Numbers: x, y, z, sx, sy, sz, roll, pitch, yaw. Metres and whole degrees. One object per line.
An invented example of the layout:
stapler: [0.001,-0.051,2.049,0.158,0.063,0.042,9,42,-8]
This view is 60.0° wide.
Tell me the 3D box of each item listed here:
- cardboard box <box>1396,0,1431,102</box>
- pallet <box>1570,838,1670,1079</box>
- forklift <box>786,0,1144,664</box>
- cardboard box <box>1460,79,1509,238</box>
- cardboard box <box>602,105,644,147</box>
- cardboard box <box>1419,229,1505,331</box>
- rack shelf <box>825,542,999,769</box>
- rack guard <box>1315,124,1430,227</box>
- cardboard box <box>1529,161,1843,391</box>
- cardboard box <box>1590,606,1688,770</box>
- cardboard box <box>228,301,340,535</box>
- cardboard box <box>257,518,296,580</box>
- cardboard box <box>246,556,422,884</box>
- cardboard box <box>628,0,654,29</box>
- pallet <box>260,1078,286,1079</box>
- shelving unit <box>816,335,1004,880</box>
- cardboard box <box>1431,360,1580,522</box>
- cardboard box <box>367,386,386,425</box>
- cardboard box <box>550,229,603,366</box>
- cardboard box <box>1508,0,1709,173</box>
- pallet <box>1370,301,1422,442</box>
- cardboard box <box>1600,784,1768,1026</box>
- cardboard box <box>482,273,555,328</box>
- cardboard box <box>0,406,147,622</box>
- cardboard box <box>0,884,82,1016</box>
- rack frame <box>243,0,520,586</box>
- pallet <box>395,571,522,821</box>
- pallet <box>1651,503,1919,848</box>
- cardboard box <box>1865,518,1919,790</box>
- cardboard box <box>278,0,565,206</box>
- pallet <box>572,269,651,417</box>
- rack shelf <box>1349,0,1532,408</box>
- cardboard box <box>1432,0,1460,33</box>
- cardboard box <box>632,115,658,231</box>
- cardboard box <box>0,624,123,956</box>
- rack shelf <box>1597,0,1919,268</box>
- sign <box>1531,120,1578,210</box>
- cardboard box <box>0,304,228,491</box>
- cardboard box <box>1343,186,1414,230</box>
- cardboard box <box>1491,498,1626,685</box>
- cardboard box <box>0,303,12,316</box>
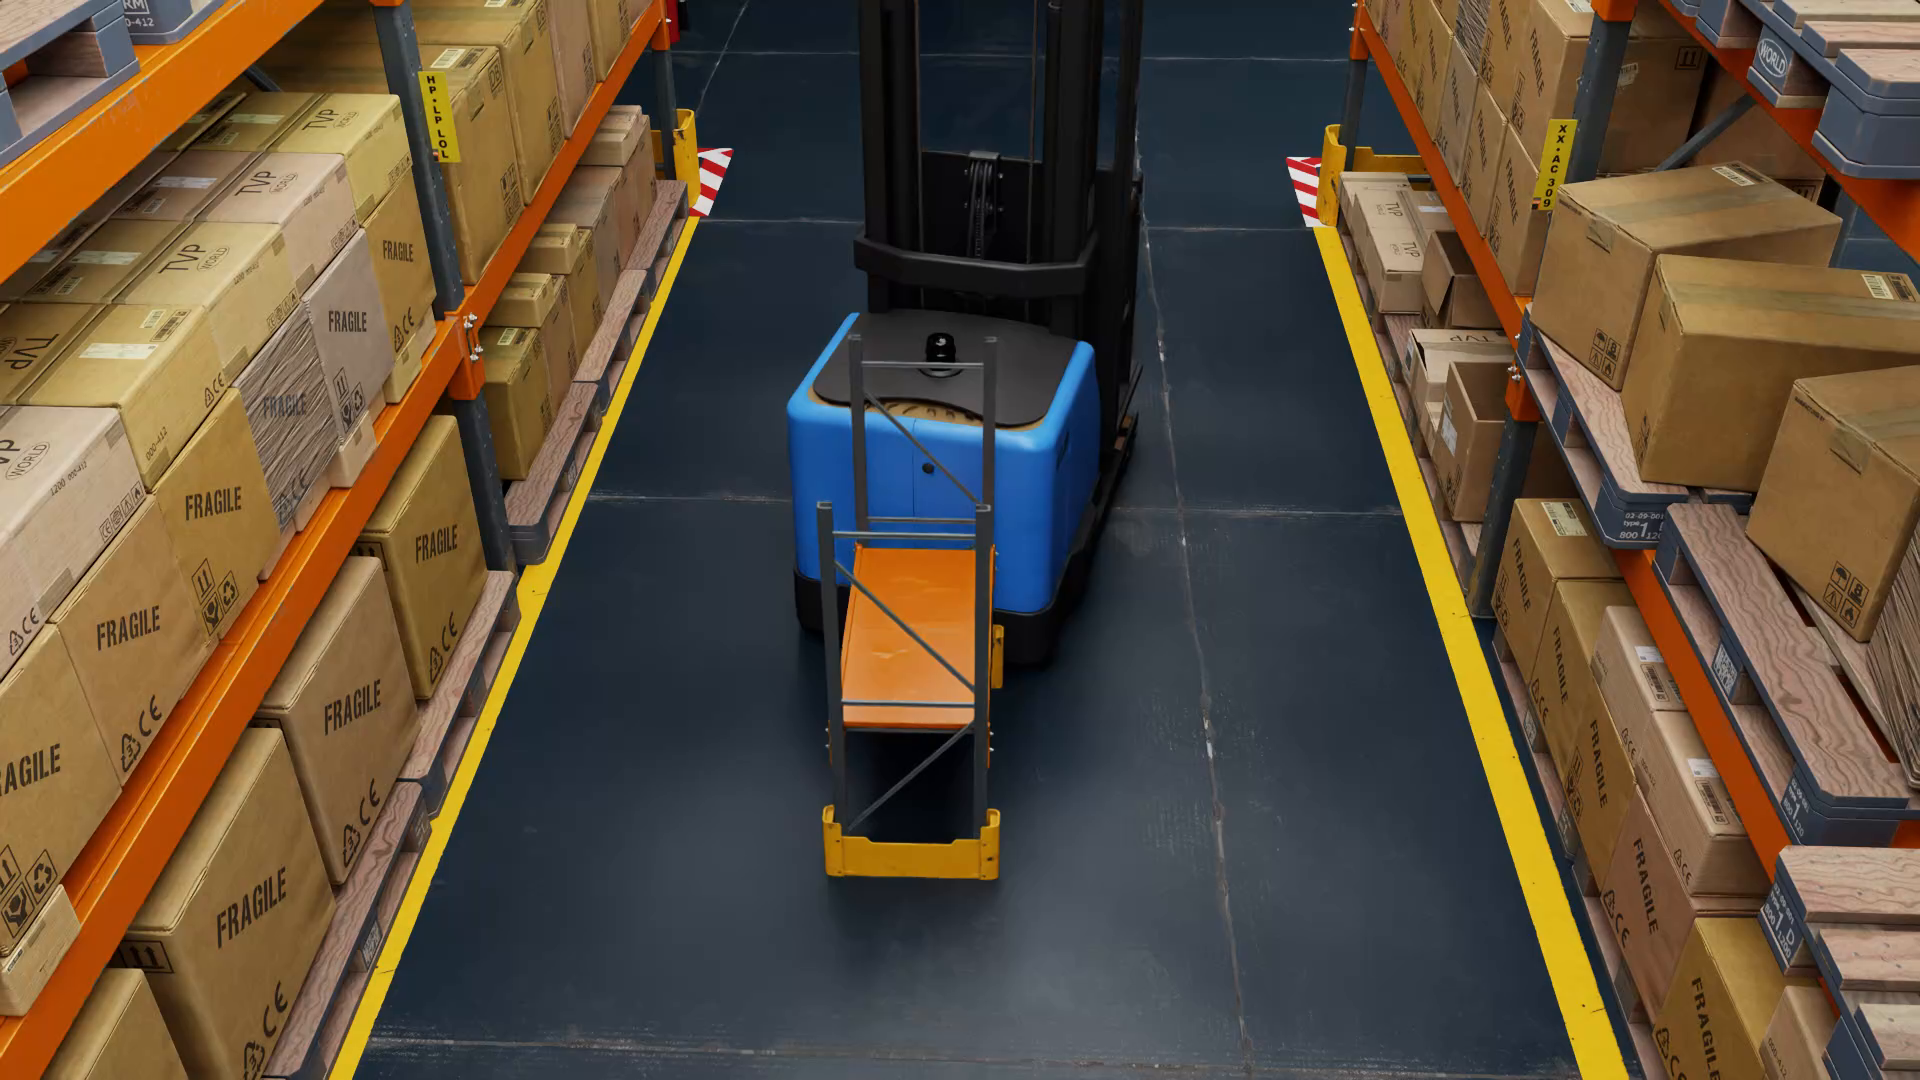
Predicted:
cardboard box: [2.430,-2.432,8.014,0.500,0.500,0.500,1,35,2]
pallet: [2.548,1.386,5.095,1.003,0.211,1.213,1,35,2]
forklift: [0.217,-1.565,6.927,1.130,2.935,3.031,9,36,12]
cardboard box: [2.373,-1.556,6.769,0.500,0.500,0.500,2,35,3]
cardboard box: [-1.951,-2.269,9.114,0.380,0.149,0.250,1,35,1]
cardboard box: [2.660,-1.164,8.086,0.797,0.503,0.637,1,35,2]
rack shelf: [-0.145,0.372,5.729,0.538,0.185,1.000,1,35,2]
rack guard: [2.747,-2.158,9.886,1.175,0.500,0.348,1,35,2]
cardboard box: [2.347,-0.872,5.430,0.700,0.500,0.500,-10,36,-14]
cardboard box: [2.286,0.457,5.131,0.500,0.250,0.500,1,35,2]
cardboard box: [-2.166,-0.356,4.785,0.500,0.500,0.500,1,35,2]
cardboard box: [-2.186,-0.014,4.863,0.380,0.149,0.250,0,35,1]
cardboard box: [-2.289,0.556,5.354,0.750,0.750,0.750,2,35,3]
cardboard box: [-2.210,-3.166,8.885,0.980,0.700,0.700,3,35,4]
pallet: [-2.414,1.949,4.293,1.003,0.211,1.213,1,35,2]
shelving unit: [-0.144,0.220,5.633,0.587,1.500,1.083,1,35,2]
cardboard box: [2.329,-0.417,7.026,0.500,0.500,0.500,1,35,2]
cardboard box: [-2.133,-0.450,5.482,0.380,0.149,0.250,2,35,3]
cardboard box: [-2.182,-1.198,8.155,0.700,0.500,0.500,2,35,3]
cardboard box: [2.351,-1.673,6.065,0.500,0.500,0.500,2,35,2]
pallet: [2.664,-0.882,8.322,1.003,0.211,1.213,1,35,2]
cardboard box: [2.268,1.073,4.906,0.500,0.500,0.500,0,35,0]
cardboard box: [-2.032,-1.073,7.412,0.380,0.149,0.250,2,35,3]
cardboard box: [-2.208,-0.069,3.724,0.500,0.250,0.500,2,35,2]
cardboard box: [-2.162,0.875,3.597,0.380,0.149,0.250,2,35,3]
rack frame: [-2.360,-1.038,6.119,1.000,3.000,0.127,1,35,2]
pallet: [-2.316,0.547,6.287,1.003,0.211,1.213,1,35,2]
pallet: [2.502,0.333,4.334,1.003,0.211,1.213,1,35,2]
cardboard box: [2.569,0.274,3.800,0.700,0.500,0.500,8,36,11]
cardboard box: [-2.287,-1.892,7.072,0.980,0.700,0.700,0,35,1]
pallet: [-2.205,-1.035,8.540,1.003,0.211,1.213,1,35,2]
rack shelf: [2.670,-1.781,7.801,1.077,0.370,4.000,1,35,2]
cardboard box: [2.411,-2.546,7.307,0.500,0.500,0.500,1,35,1]
cardboard box: [-2.128,-2.081,9.411,0.700,0.500,0.500,1,35,2]
cardboard box: [-2.215,0.515,3.545,0.500,0.500,0.500,2,35,3]
rack shelf: [2.509,-0.710,3.668,1.077,0.370,4.000,1,35,2]
sign: [2.047,-1.288,5.722,0.100,0.325,0.005,1,35,2]
cardboard box: [-2.194,-0.362,4.142,0.500,0.250,0.500,1,35,1]
cardboard box: [2.380,-1.869,9.382,0.380,0.166,0.250,1,35,2]
cardboard box: [2.327,0.189,6.164,0.500,0.500,0.500,0,35,0]
cardboard box: [-2.694,-0.369,4.151,0.500,0.250,0.500,1,35,1]
